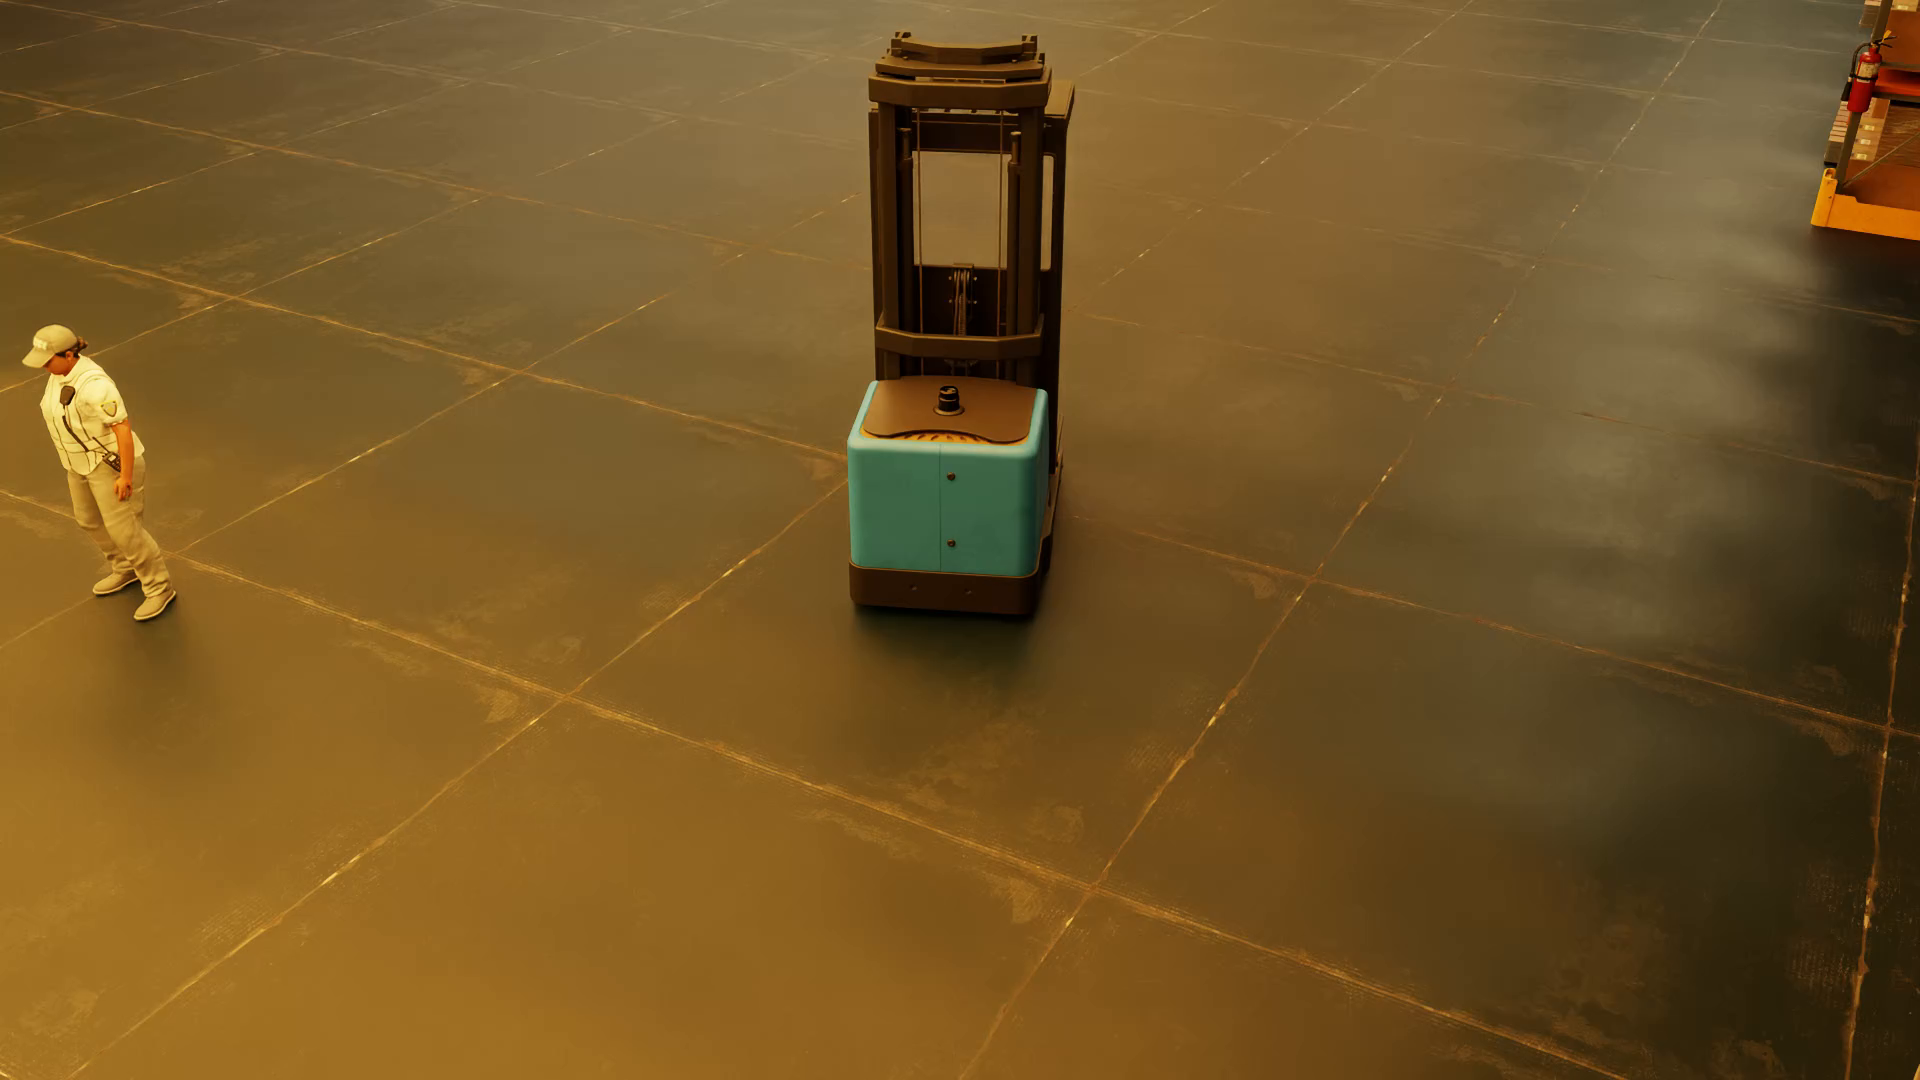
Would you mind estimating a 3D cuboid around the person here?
[{"bbox_3d":[-4.668,-0.399,9.046,0.590,1.650,0.422,20,35,30],"label":"person"}]

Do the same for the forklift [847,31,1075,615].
[{"bbox_3d":[0.072,-1.572,9.794,1.130,2.935,3.031,3,30,6],"label":"forklift"}]
